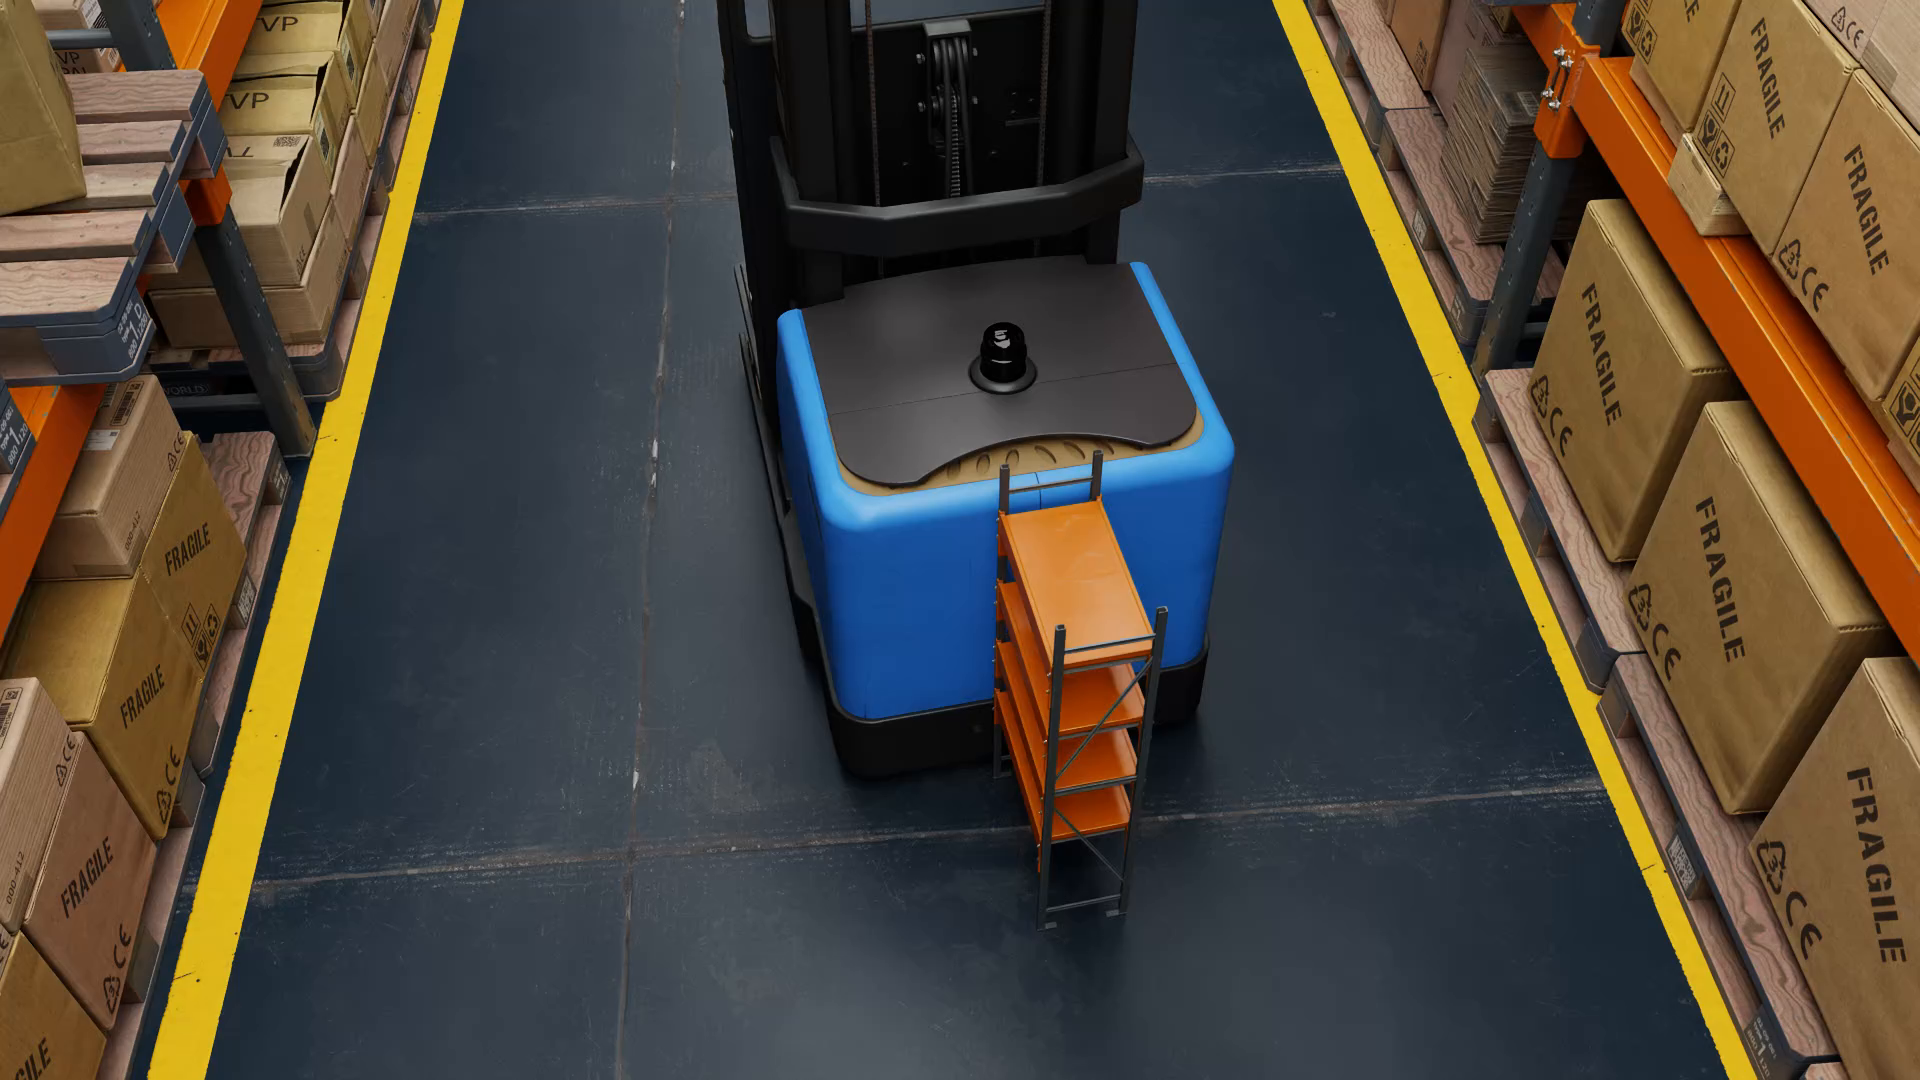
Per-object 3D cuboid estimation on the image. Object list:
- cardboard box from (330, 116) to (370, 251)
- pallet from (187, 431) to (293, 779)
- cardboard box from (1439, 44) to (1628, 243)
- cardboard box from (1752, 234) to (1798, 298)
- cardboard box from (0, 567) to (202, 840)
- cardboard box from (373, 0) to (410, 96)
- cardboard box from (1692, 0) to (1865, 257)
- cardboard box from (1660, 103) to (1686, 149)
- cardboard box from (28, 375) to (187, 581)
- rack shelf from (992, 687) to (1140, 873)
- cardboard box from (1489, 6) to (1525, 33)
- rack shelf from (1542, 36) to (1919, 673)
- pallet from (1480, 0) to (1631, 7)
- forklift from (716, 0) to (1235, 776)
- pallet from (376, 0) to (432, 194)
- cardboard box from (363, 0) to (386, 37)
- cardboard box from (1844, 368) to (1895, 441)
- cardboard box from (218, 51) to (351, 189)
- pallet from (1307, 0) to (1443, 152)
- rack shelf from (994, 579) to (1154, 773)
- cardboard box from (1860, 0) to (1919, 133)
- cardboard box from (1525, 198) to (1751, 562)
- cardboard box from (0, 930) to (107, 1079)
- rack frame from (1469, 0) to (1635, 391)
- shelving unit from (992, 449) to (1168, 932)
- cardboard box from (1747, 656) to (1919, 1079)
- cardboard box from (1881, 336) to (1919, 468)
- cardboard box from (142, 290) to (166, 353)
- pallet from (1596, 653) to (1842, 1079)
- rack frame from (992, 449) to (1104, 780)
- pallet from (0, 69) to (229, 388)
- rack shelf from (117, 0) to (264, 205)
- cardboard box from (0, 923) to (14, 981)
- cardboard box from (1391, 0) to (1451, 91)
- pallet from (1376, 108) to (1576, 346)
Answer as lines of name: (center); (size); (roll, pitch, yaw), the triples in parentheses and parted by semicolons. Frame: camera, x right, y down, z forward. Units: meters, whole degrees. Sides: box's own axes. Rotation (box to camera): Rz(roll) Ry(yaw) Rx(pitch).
cardboard box: (-2.444, -1.273, 5.994); (0.500, 0.250, 0.500); (-5, 47, -4)
pallet: (-2.625, 0.188, 4.927); (1.003, 0.211, 1.213); (-3, 47, -3)
cardboard box: (2.174, -1.427, 5.954); (0.700, 0.500, 0.500); (-3, 47, -3)
cardboard box: (2.177, -0.731, 4.035); (0.380, 0.149, 0.250); (-4, 47, -4)
cardboard box: (-2.295, 0.432, 4.194); (0.500, 0.500, 0.500); (-5, 47, -5)
cardboard box: (-2.536, -2.019, 6.701); (0.500, 0.250, 0.500); (-3, 47, -2)
cardboard box: (2.106, -1.014, 3.857); (0.500, 0.500, 0.500); (-2, 47, -2)
cardboard box: (2.095, -1.102, 4.387); (0.380, 0.149, 0.250); (-3, 47, -3)
cardboard box: (-2.329, -0.160, 4.238); (0.500, 0.250, 0.500); (-2, 47, -2)
rack shelf: (0.262, 0.584, 4.236); (0.258, 0.148, 0.480); (-9, 47, -9)
cardboard box: (2.188, -2.101, 6.076); (0.500, 0.250, 0.500); (-3, 47, -3)
rack shelf: (2.453, 0.077, 3.606); (1.077, 0.370, 4.000); (-3, 47, -3)
pallet: (2.120, -2.060, 5.267); (1.213, 0.211, 1.003); (-3, 47, -3)
forklift: (-0.137, -1.454, 4.608); (1.130, 2.935, 3.031); (-9, 47, -9)
pallet: (-2.779, -1.833, 6.841); (1.003, 0.211, 1.213); (-3, 47, -3)
cardboard box: (-2.538, -2.222, 6.507); (0.500, 0.311, 0.500); (-4, 47, -4)
cardboard box: (2.218, -0.356, 3.681); (0.380, 0.149, 0.250); (-3, 47, -3)
cardboard box: (-2.454, -1.481, 5.805); (0.500, 0.311, 0.500); (-5, 47, -4)
pallet: (2.123, -2.104, 7.098); (1.003, 0.211, 1.213); (-3, 47, -3)
rack shelf: (0.262, 0.294, 3.930); (0.258, 0.148, 0.480); (-9, 47, -9)
cardboard box: (2.158, -0.924, 3.255); (0.500, 0.250, 0.500); (-3, 47, -3)
cardboard box: (2.217, -0.482, 4.832); (0.750, 0.750, 0.750); (-4, 47, -4)
cardboard box: (-2.203, 1.177, 3.488); (0.500, 0.500, 0.500); (-3, 47, -3)
rack frame: (2.286, -1.617, 4.716); (1.000, 3.000, 0.127); (-3, 47, -3)
shelving unit: (0.262, 0.402, 4.043); (0.258, 1.200, 0.503); (-9, 47, -9)
cardboard box: (2.359, 0.766, 3.650); (0.750, 0.750, 0.750); (-2, 47, -2)
cardboard box: (2.198, -0.279, 3.161); (0.500, 0.500, 0.500); (-2, 47, -2)
cardboard box: (-2.937, -0.878, 5.620); (0.500, 0.250, 0.500); (-2, 47, -2)
pallet: (2.376, 0.797, 4.349); (1.003, 0.211, 1.213); (-3, 47, -3)
rack frame: (0.208, 0.229, 4.207); (0.240, 1.200, 0.015); (-9, 47, -9)
pallet: (-2.524, -0.761, 4.037); (1.213, 0.211, 1.003); (-3, 47, -3)
rack shelf: (-2.818, -2.513, 6.059); (1.077, 0.370, 4.000); (-3, 47, -3)
cardboard box: (-2.197, 0.943, 3.193); (0.500, 0.250, 0.500); (-3, 47, -3)
cardboard box: (2.176, -2.164, 6.652); (0.700, 0.500, 0.500); (-4, 47, -4)
pallet: (2.222, -1.224, 6.264); (1.003, 0.211, 1.213); (-3, 47, -3)
